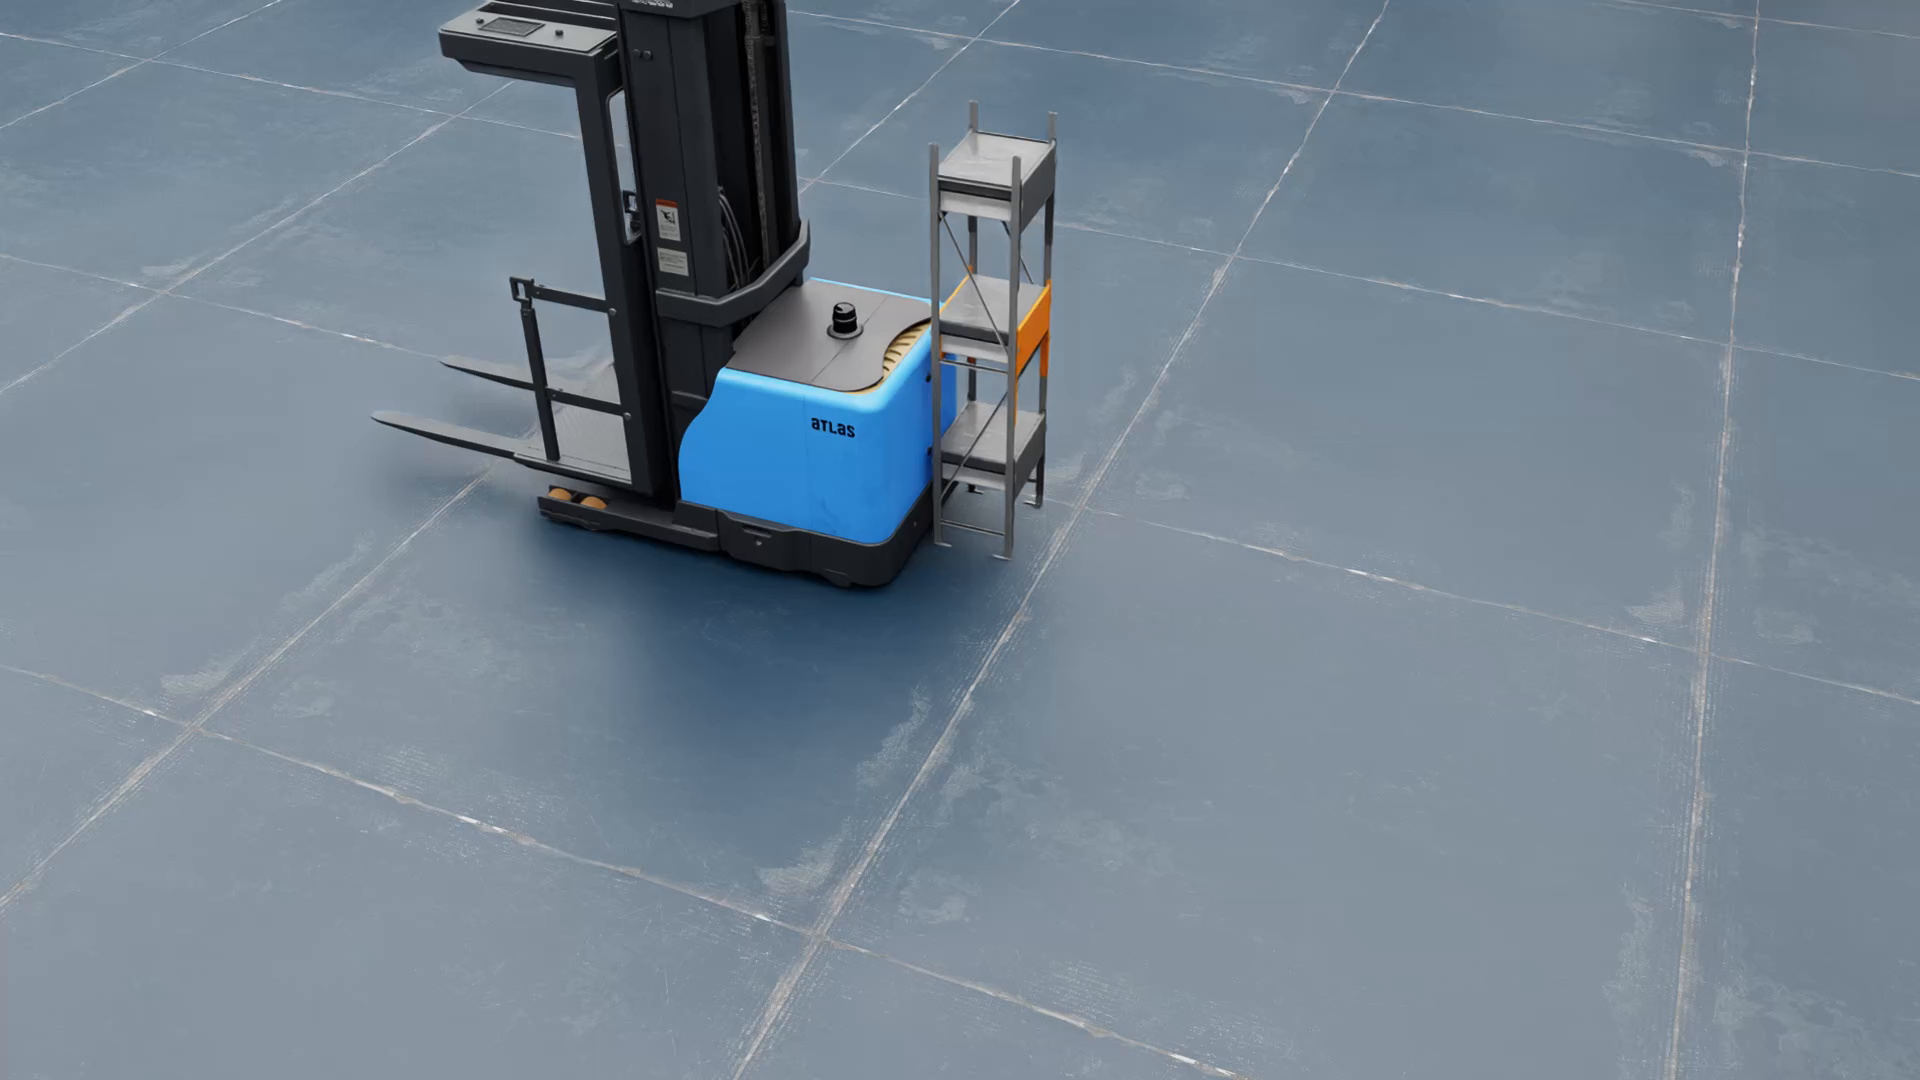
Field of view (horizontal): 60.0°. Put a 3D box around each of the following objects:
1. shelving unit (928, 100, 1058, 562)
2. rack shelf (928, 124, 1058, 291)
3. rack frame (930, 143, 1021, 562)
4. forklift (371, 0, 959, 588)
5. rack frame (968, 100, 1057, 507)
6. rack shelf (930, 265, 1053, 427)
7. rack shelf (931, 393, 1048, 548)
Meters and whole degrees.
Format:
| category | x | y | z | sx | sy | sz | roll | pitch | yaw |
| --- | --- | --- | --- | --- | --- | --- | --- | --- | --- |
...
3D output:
| category | x | y | z | sx | sy | sz | roll | pitch | yaw |
| --- | --- | --- | --- | --- | --- | --- | --- | --- | --- |
| shelving unit | 0.147 | -0.917 | 7.722 | 0.431 | 2.100 | 0.503 | 13 | 39 | 16 |
| rack shelf | 0.147 | -1.466 | 7.311 | 0.431 | 0.518 | 0.480 | 13 | 39 | 16 |
| rack frame | 0.062 | -0.780 | 7.539 | 0.400 | 2.100 | 0.015 | 13 | 39 | 16 |
| forklift | -1.572 | -1.501 | 7.810 | 3.031 | 2.935 | 1.130 | 13 | 39 | 17 |
| rack frame | 0.232 | -1.053 | 7.905 | 0.400 | 2.100 | 0.015 | 13 | 39 | 16 |
| rack shelf | 0.147 | -0.906 | 7.730 | 0.431 | 0.518 | 0.480 | 13 | 39 | 16 |
| rack shelf | 0.147 | -0.345 | 8.150 | 0.431 | 0.518 | 0.480 | 13 | 39 | 16 |
